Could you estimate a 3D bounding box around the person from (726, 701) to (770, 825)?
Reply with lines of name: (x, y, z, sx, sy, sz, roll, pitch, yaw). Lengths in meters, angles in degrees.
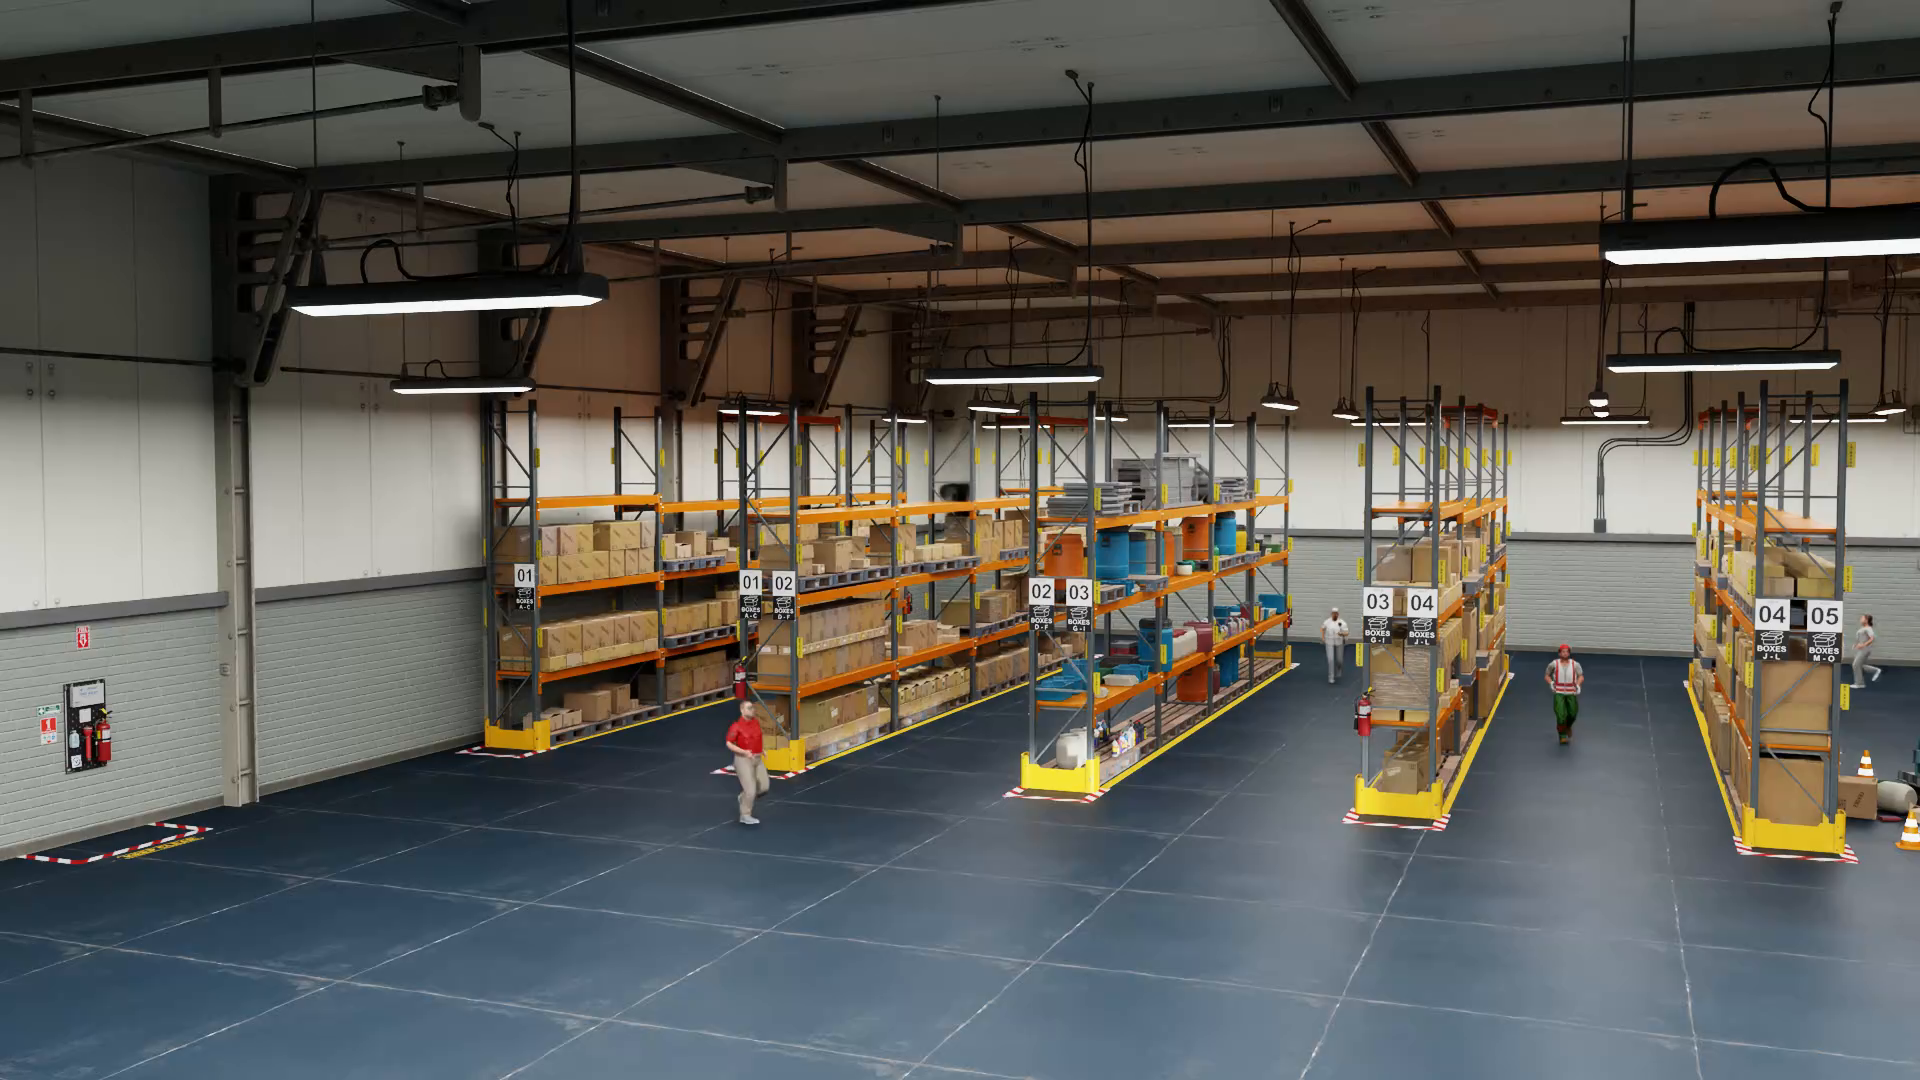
person: (-2.880, 3.037, 22.745, 0.600, 1.675, 0.655, 2, 4, 40)

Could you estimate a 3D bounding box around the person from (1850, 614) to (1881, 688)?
person: (19.701, 2.415, 36.126, 0.623, 1.627, 0.565, 1, 3, 14)

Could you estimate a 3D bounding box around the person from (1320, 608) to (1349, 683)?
person: (8.360, 2.336, 37.125, 0.616, 1.642, 0.893, 1, 3, 11)

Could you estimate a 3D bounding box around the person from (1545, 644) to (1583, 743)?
person: (10.594, 2.693, 29.142, 0.651, 1.738, 0.613, 1, 3, 14)
